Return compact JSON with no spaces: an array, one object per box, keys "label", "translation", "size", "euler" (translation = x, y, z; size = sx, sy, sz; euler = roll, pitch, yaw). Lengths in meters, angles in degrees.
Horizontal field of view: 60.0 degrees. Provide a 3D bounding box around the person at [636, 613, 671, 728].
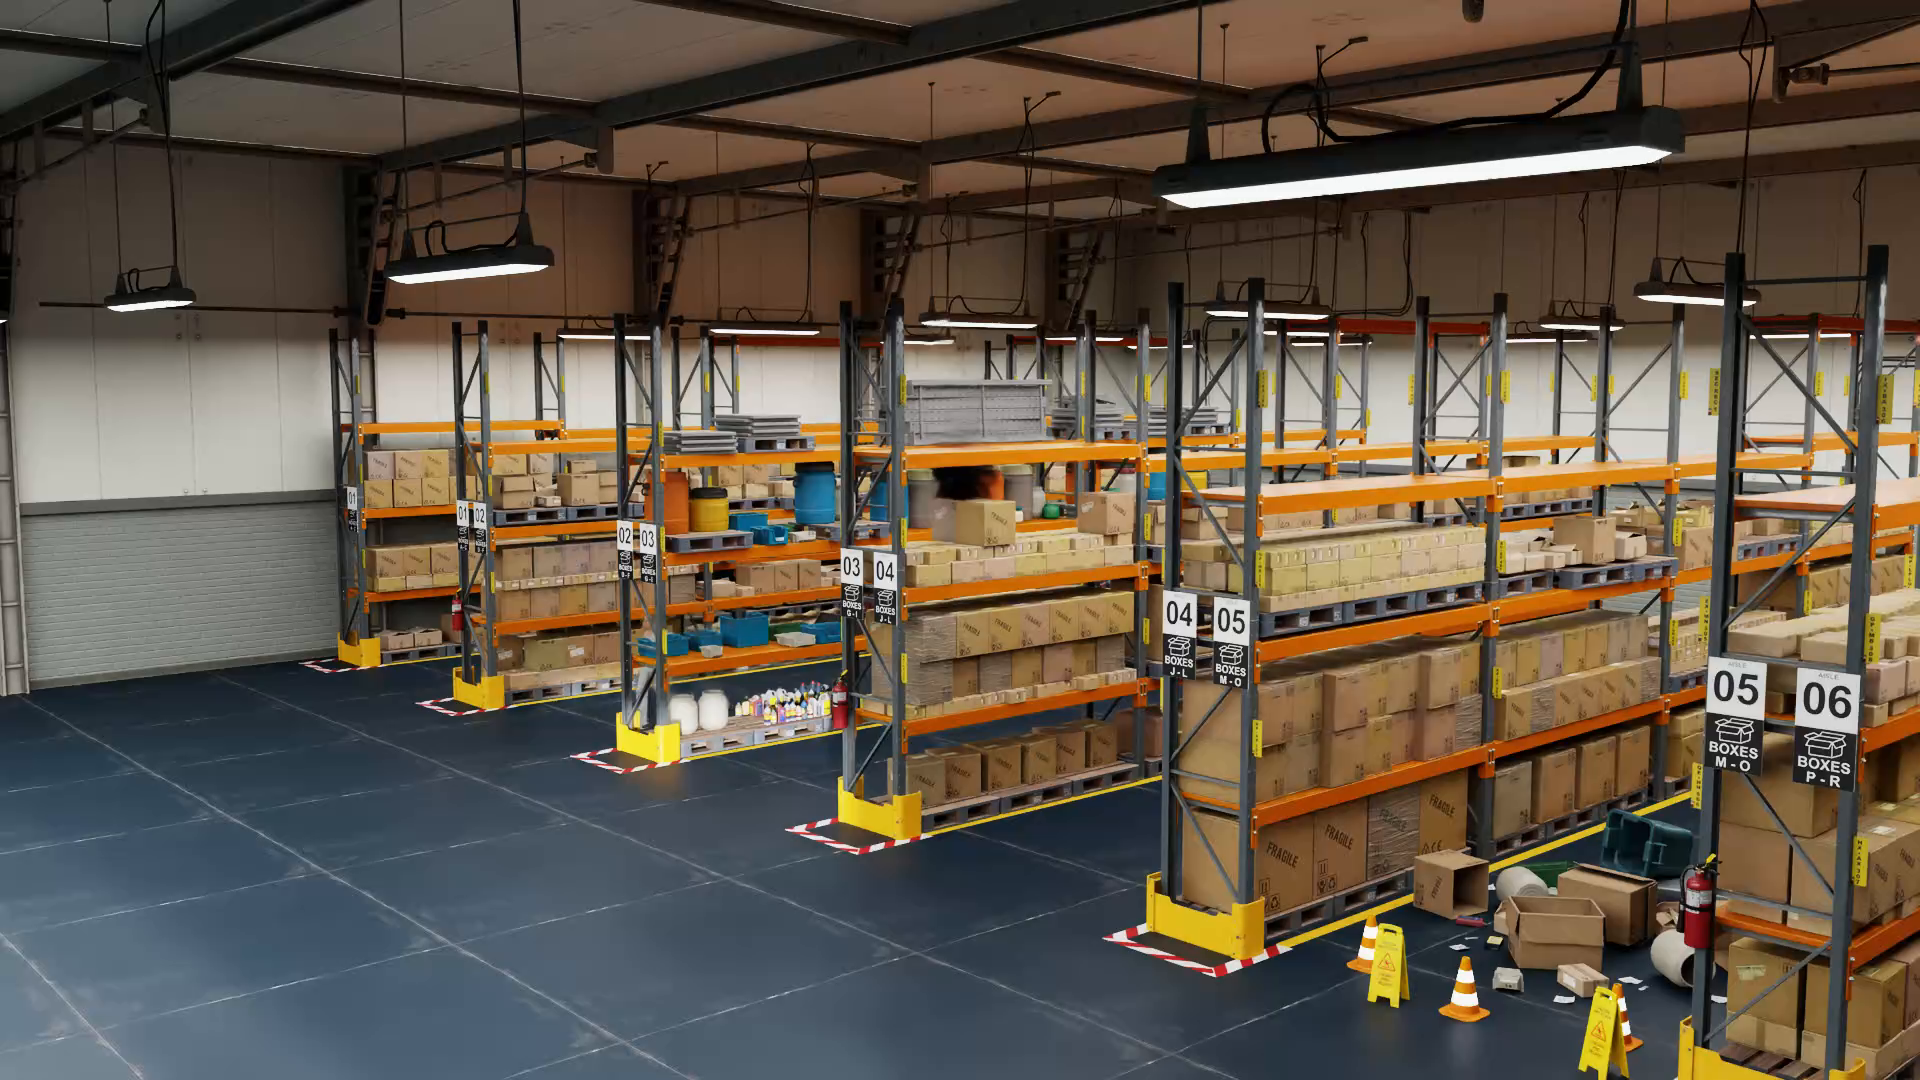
[{"label":"person","translation":[-4.482,1.918,24.446],"size":[0.549,1.701,0.880],"euler":[4,7,35]}]
